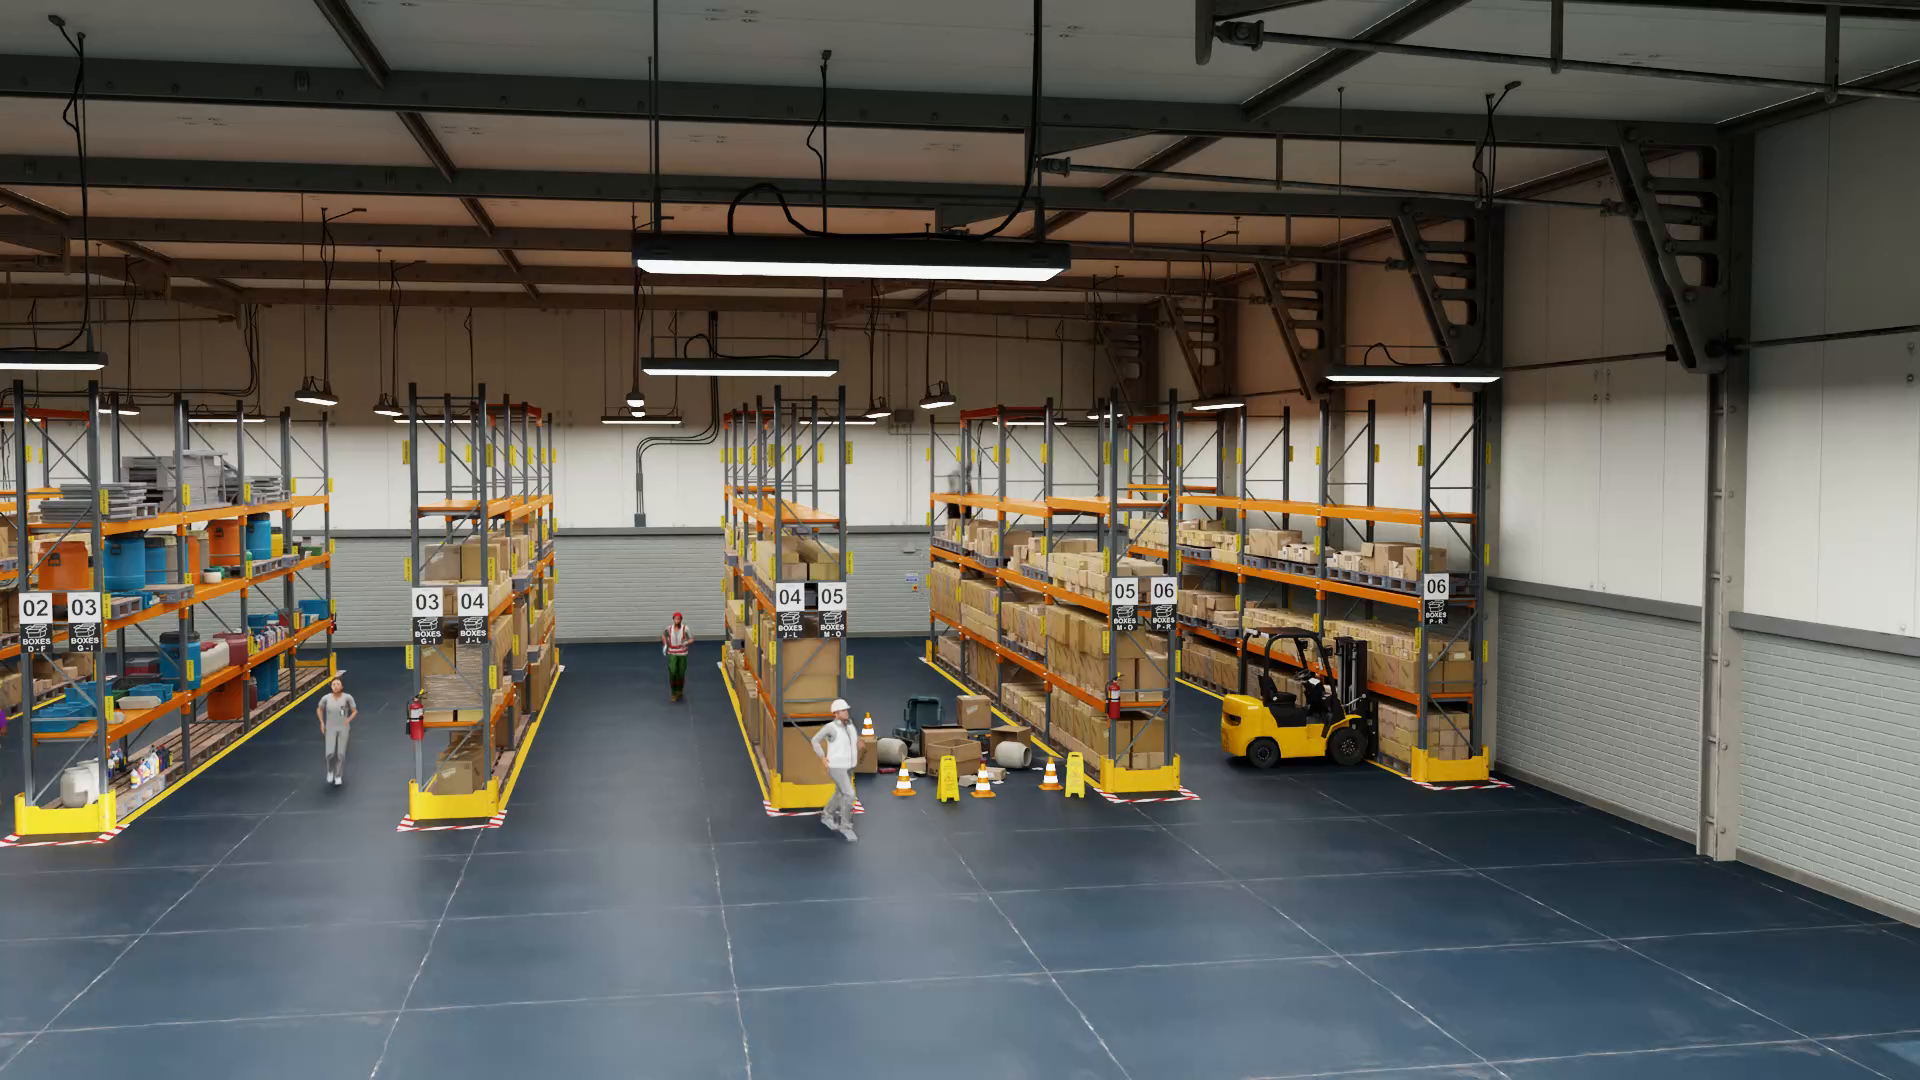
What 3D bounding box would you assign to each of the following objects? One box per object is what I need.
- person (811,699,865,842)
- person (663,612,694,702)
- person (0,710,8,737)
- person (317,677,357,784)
[{"bbox_3d":[-1.569,3.009,21.839,0.776,1.837,0.628,2,3,34],"label":"person"},{"bbox_3d":[-5.770,2.392,34.084,0.639,1.845,0.783,-1,3,-10],"label":"person"},{"bbox_3d":[-13.636,2.947,23.144,0.685,1.785,0.692,-2,3,-31],"label":"person"},{"bbox_3d":[-9.451,2.902,25.253,0.573,1.629,0.569,-1,3,-20],"label":"person"}]
